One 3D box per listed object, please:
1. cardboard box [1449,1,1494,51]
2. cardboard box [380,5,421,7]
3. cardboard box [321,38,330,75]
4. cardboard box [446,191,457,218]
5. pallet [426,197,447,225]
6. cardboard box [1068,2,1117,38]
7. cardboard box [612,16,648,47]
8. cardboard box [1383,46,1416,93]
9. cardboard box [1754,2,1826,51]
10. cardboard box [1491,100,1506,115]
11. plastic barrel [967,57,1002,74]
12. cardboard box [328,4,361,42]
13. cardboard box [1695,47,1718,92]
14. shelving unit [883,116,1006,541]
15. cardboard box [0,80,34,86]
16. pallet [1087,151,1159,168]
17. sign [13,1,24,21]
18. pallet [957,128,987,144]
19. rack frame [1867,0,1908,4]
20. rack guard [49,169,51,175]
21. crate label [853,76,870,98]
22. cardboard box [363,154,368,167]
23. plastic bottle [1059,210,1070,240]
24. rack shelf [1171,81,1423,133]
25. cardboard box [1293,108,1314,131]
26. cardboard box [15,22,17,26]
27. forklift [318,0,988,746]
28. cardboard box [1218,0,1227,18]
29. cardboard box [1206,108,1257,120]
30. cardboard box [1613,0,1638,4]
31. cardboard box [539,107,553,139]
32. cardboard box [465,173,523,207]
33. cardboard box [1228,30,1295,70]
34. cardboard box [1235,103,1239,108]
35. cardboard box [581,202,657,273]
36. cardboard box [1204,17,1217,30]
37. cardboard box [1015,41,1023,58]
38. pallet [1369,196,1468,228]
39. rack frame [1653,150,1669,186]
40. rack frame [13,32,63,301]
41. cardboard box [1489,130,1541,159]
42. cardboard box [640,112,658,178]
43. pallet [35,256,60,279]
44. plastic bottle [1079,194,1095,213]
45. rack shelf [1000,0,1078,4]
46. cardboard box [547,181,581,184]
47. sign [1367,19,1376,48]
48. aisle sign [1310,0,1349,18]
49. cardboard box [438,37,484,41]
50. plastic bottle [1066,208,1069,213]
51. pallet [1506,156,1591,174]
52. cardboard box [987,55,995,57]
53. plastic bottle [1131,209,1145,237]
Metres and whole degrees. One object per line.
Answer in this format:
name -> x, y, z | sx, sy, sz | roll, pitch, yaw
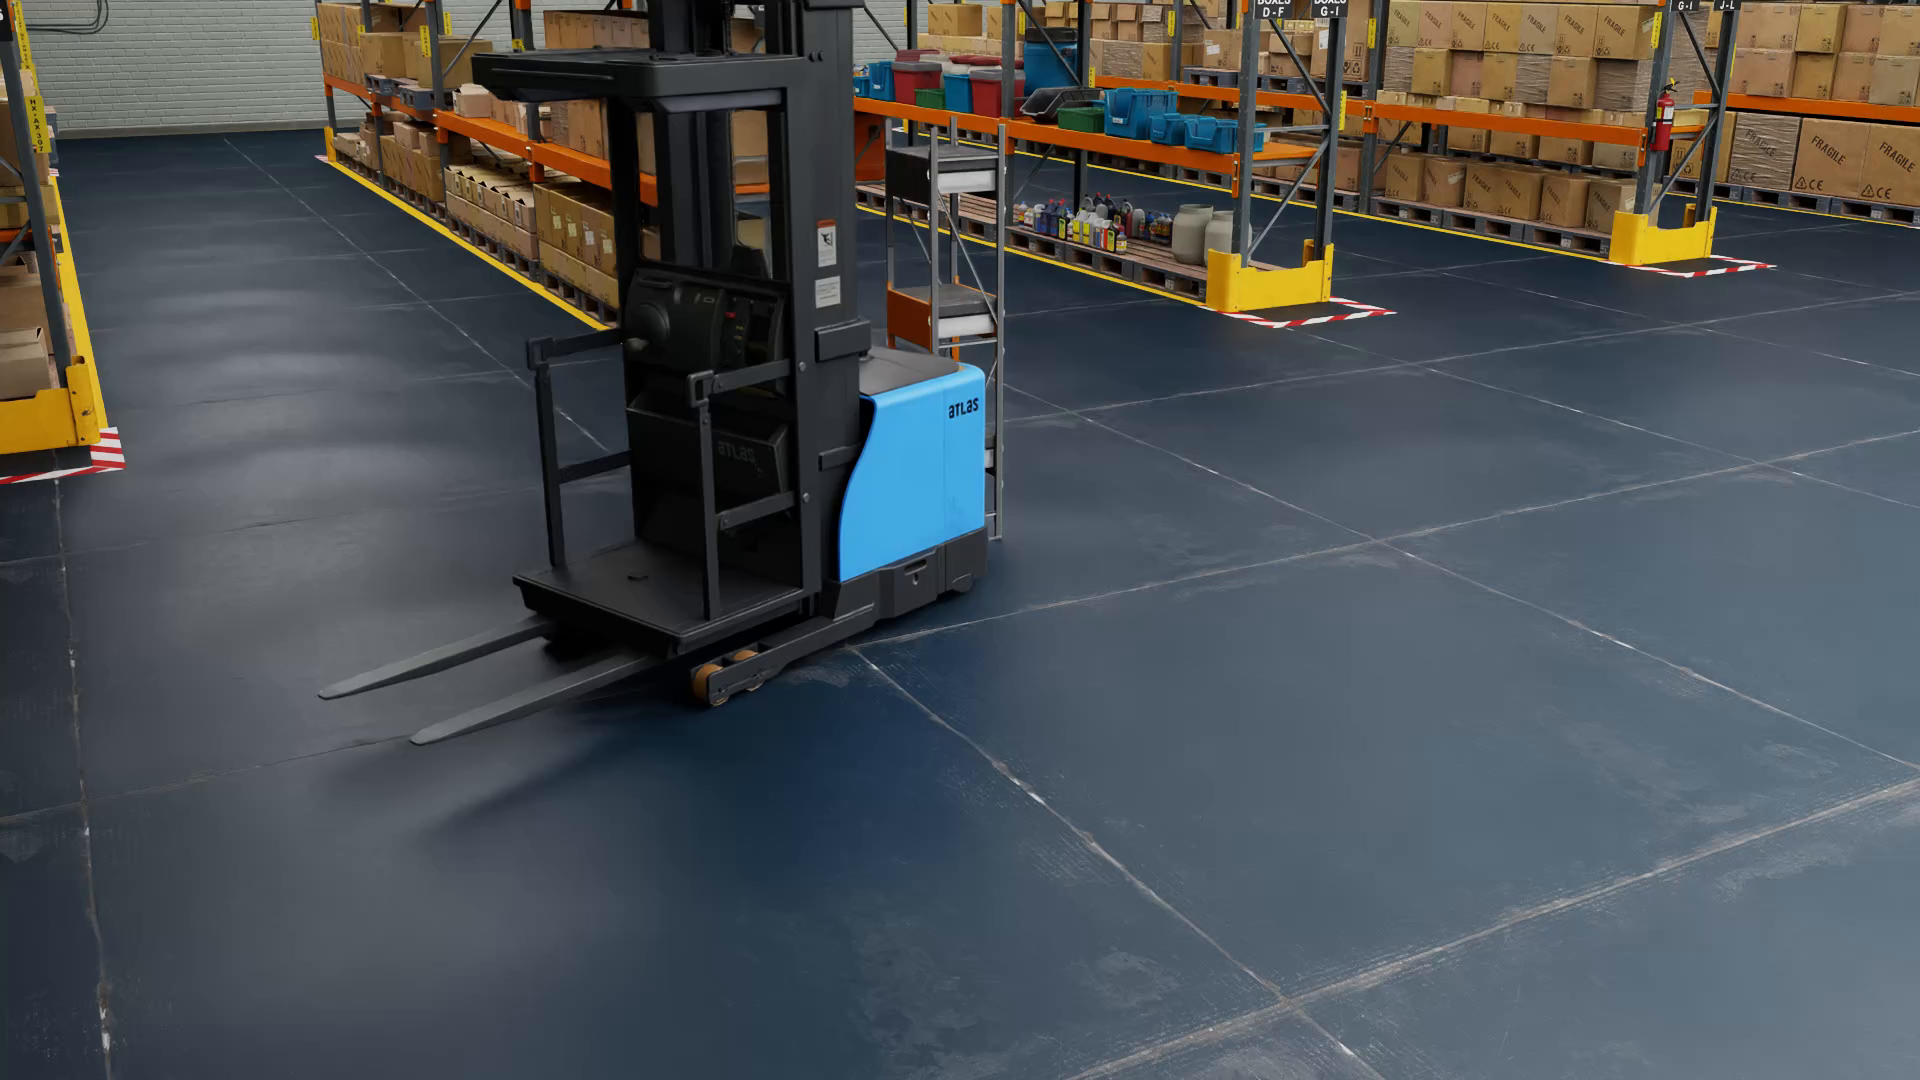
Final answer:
cardboard box -> 5.724, -5.613, 18.156 | 0.500, 0.500, 0.500 | -10, 21, -27
cardboard box -> -7.726, -7.165, 23.111 | 0.500, 0.500, 0.500 | -11, 22, -28
cardboard box -> -9.181, -7.198, 24.739 | 0.500, 0.500, 0.500 | -9, 21, -26
cardboard box -> -5.371, -3.725, 18.400 | 0.500, 0.250, 0.500 | -10, 21, -27
pallet -> -5.683, -3.924, 19.681 | 1.003, 0.211, 1.213 | -10, 21, -27
cardboard box -> 2.086, -7.845, 25.075 | 0.797, 0.503, 0.637 | -10, 21, -26
cardboard box -> -2.293, -3.832, 12.997 | 0.700, 0.500, 0.500 | -10, 21, -26
cardboard box -> 5.417, -5.457, 19.237 | 0.875, 0.500, 0.500 | -10, 21, -27
cardboard box -> 10.315, -6.301, 20.407 | 0.875, 0.550, 0.550 | -10, 21, -27
cardboard box -> 5.978, -4.687, 18.001 | 0.380, 0.149, 0.250 | -10, 21, -27
plastic barrel -> 0.290, -5.224, 18.963 | 0.433, 0.535, 0.433 | 0, 19, 0
cardboard box -> -8.693, -7.377, 23.726 | 0.500, 0.500, 0.500 | -10, 21, -26
cardboard box -> 9.857, -6.114, 21.520 | 0.875, 0.550, 0.550 | -10, 21, -27
shelving unit -> -0.079, -1.040, 8.427 | 0.431, 2.100, 0.503 | -10, 21, -27
cardboard box -> -6.604, -2.873, 11.409 | 0.500, 0.500, 0.500 | -9, 21, -25
pallet -> 2.475, -5.825, 25.190 | 1.003, 0.211, 1.213 | -10, 21, -27
sign -> -13.034, -7.290, 23.021 | 0.100, 0.325, 0.005 | -10, 21, -27
pallet -> 0.584, -6.967, 28.498 | 1.003, 0.211, 1.213 | -10, 21, -27
rack frame -> 16.447, -8.861, 29.711 | 1.000, 3.000, 0.127 | -10, 21, -27
rack guard -> -13.529, -5.376, 23.444 | 1.175, 0.500, 0.348 | -10, 21, -27
crate label -> -1.130, -5.530, 20.317 | 0.303, 0.233, 0.416 | -10, 21, -27
cardboard box -> -8.012, -5.249, 22.941 | 0.380, 0.149, 0.250 | -10, 21, -27
plastic bottle -> 1.049, -3.160, 16.681 | 0.061, 0.283, 0.133 | -9, 21, -24
rack shelf -> 4.308, -5.642, 21.485 | 1.077, 0.370, 4.000 | -10, 21, -27
cardboard box -> 5.990, -7.207, 28.107 | 0.500, 0.500, 0.500 | -9, 21, -25
cardboard box -> -10.937, -5.711, 18.795 | 0.500, 0.250, 0.500 | -9, 21, -26
forklift -> -1.196, -0.902, 6.751 | 1.130, 2.935, 3.031 | 15, 24, 37
cardboard box -> 4.930, -9.494, 29.403 | 0.500, 0.500, 0.500 | -9, 21, -25
cardboard box -> 3.703, -5.749, 22.701 | 0.500, 0.250, 0.500 | -9, 21, -24
cardboard box -> 11.354, -8.865, 28.036 | 0.500, 0.500, 0.500 | -10, 21, -26
cardboard box -> -3.734, -3.938, 15.675 | 0.500, 0.250, 0.500 | -9, 21, -23
cardboard box -> -4.874, -3.694, 17.450 | 0.500, 0.311, 0.500 | -11, 22, -28
cardboard box -> 4.003, -6.508, 22.096 | 0.700, 0.500, 0.500 | -7, 20, -19
cardboard box -> 5.128, -7.713, 29.656 | 0.380, 0.149, 0.250 | -10, 21, -26
cardboard box -> -2.803, -2.515, 13.745 | 0.500, 0.500, 0.500 | -10, 21, -27
cardboard box -> 4.688, -9.170, 29.999 | 0.500, 0.500, 0.500 | -11, 22, -28
cardboard box -> 1.019, -7.860, 26.585 | 0.500, 0.250, 0.500 | -10, 22, -28
pallet -> 5.608, -3.902, 19.616 | 1.003, 0.211, 1.213 | -10, 21, -27
rack frame -> 9.671, -6.147, 21.846 | 1.000, 3.000, 0.127 | -10, 21, -27
rack frame -> -7.820, -3.106, 13.033 | 1.000, 3.000, 0.127 | -10, 21, -27
cardboard box -> 8.400, -5.991, 24.200 | 1.050, 0.750, 0.750 | -10, 21, -26
cardboard box -> -2.026, -3.059, 12.745 | 0.700, 0.500, 0.500 | -9, 21, -25
pallet -> -8.774, -2.362, 15.152 | 1.003, 0.211, 1.213 | -10, 21, -27
plastic bottle -> 1.332, -3.434, 17.370 | 0.144, 0.351, 0.185 | -10, 21, -27
rack shelf -> -0.051, -6.292, 18.772 | 1.077, 0.370, 4.000 | -10, 21, -27
cardboard box -> -3.919, -3.488, 16.853 | 0.500, 0.311, 0.500 | -11, 22, -28
sign -> 4.771, -5.868, 19.263 | 0.100, 0.325, 0.005 | -10, 21, -27
aisle sign -> 3.091, -4.746, 13.800 | 0.394, 0.787, 0.004 | -10, 21, -27
cardboard box -> -6.026, -5.724, 19.823 | 0.700, 0.500, 0.500 | -6, 20, -16
plastic bottle -> 1.092, -3.240, 16.930 | 0.097, 0.271, 0.097 | 0, 19, 0
pallet -> 8.655, -5.389, 23.925 | 1.003, 0.211, 1.213 | -10, 21, -27
cardboard box -> 0.660, -7.843, 27.149 | 0.380, 0.149, 0.250 | -10, 21, -26
plastic bottle -> 1.777, -3.225, 16.881 | 0.152, 0.276, 0.135 | -10, 21, -26
